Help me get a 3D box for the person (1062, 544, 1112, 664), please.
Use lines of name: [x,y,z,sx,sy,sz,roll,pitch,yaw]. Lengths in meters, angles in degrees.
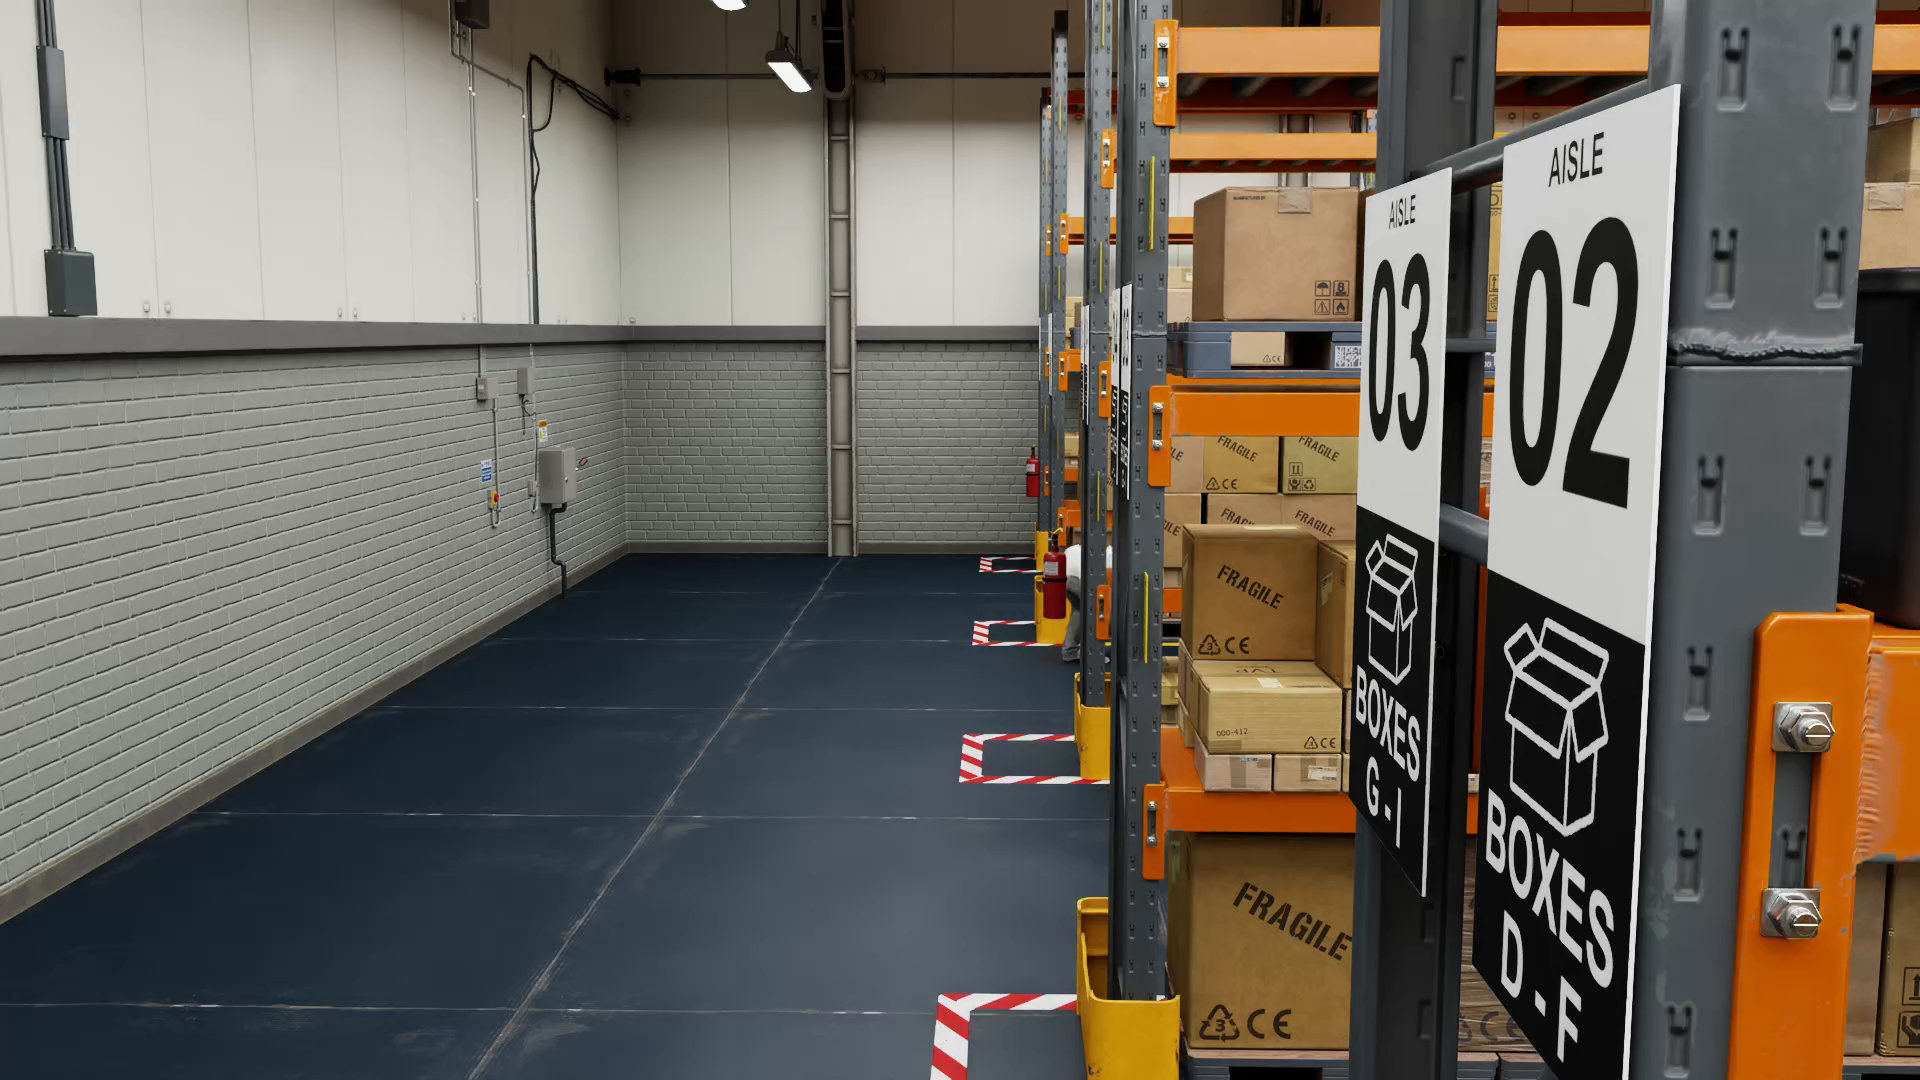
person: [1.335,0.568,15.342,1.013,1.100,0.467,-4,8,-27]
